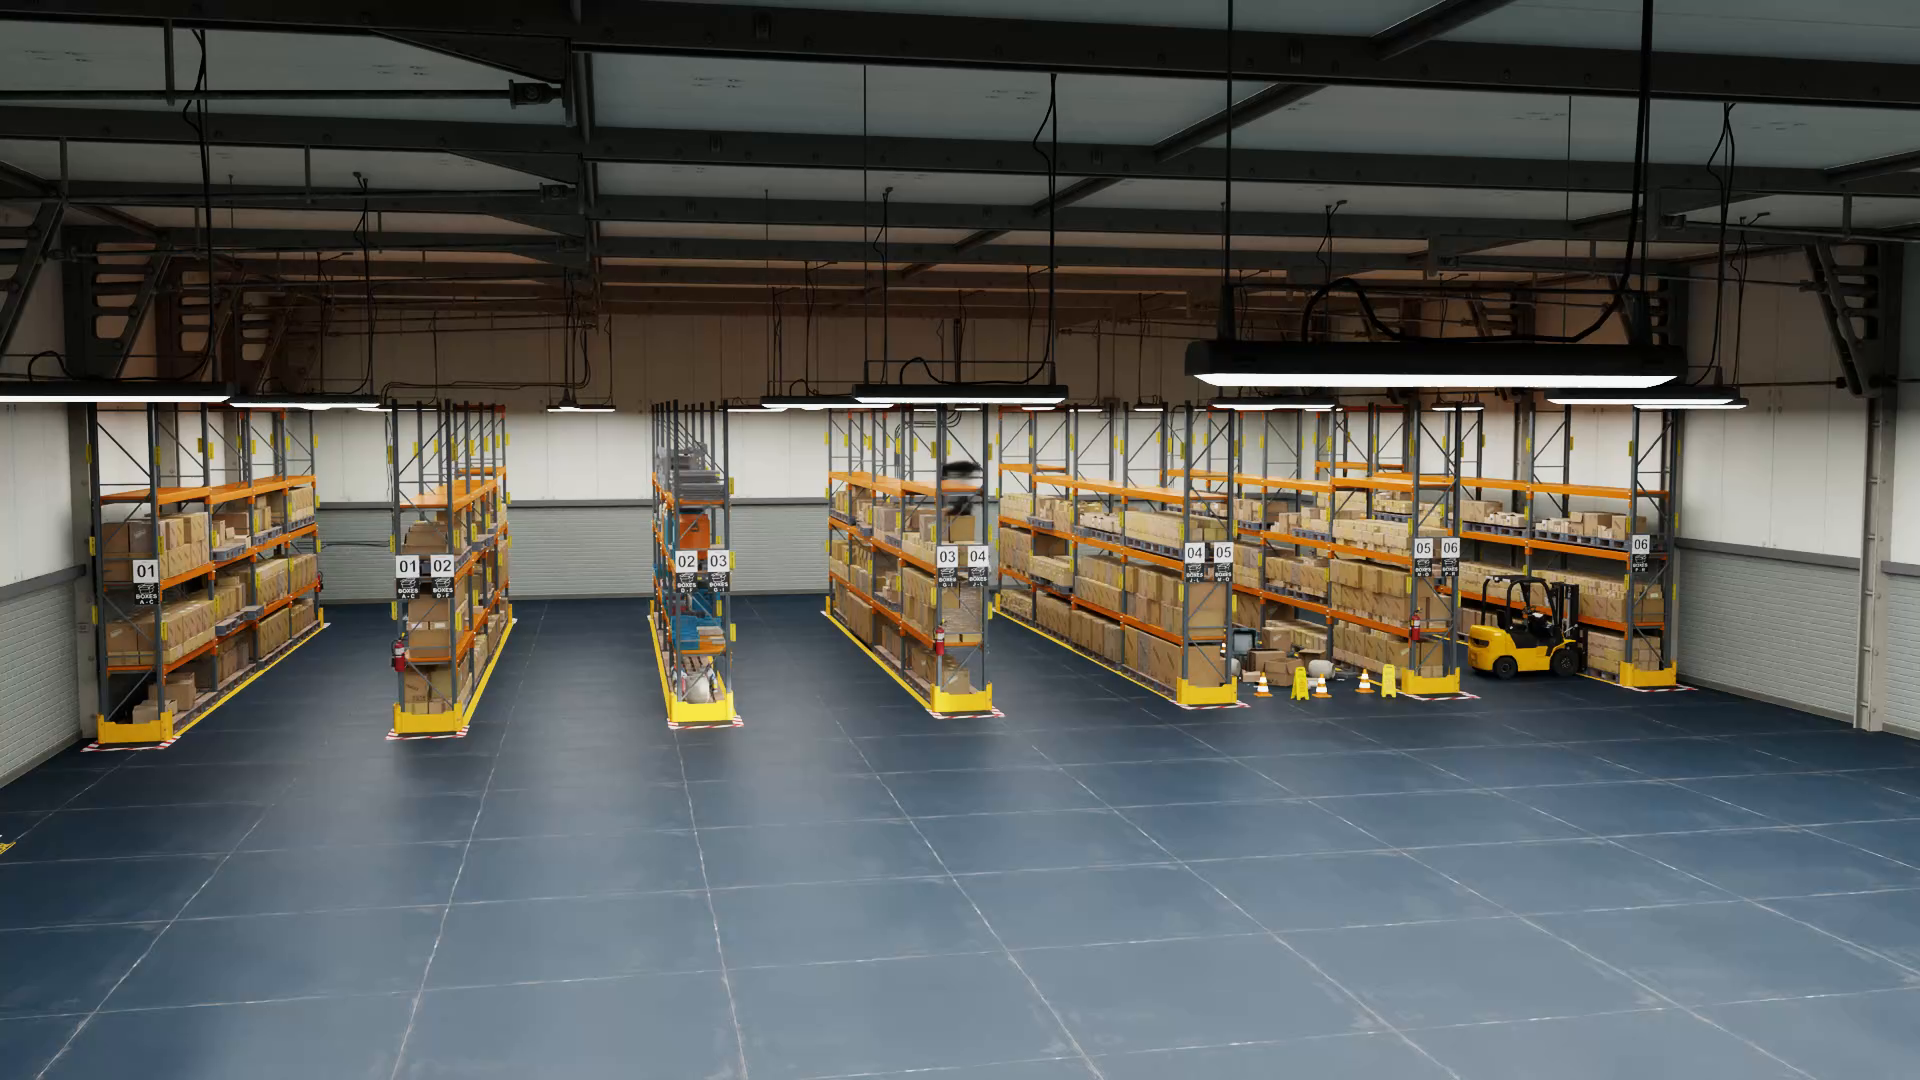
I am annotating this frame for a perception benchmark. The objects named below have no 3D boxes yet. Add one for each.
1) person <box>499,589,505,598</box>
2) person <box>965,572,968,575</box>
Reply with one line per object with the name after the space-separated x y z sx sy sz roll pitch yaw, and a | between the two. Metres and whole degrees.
-13.001 1.435 46.751 0.551 1.575 0.573 -1 4 -12 | person
0.422 1.189 49.268 0.705 1.710 0.584 -4 6 -43 | person
